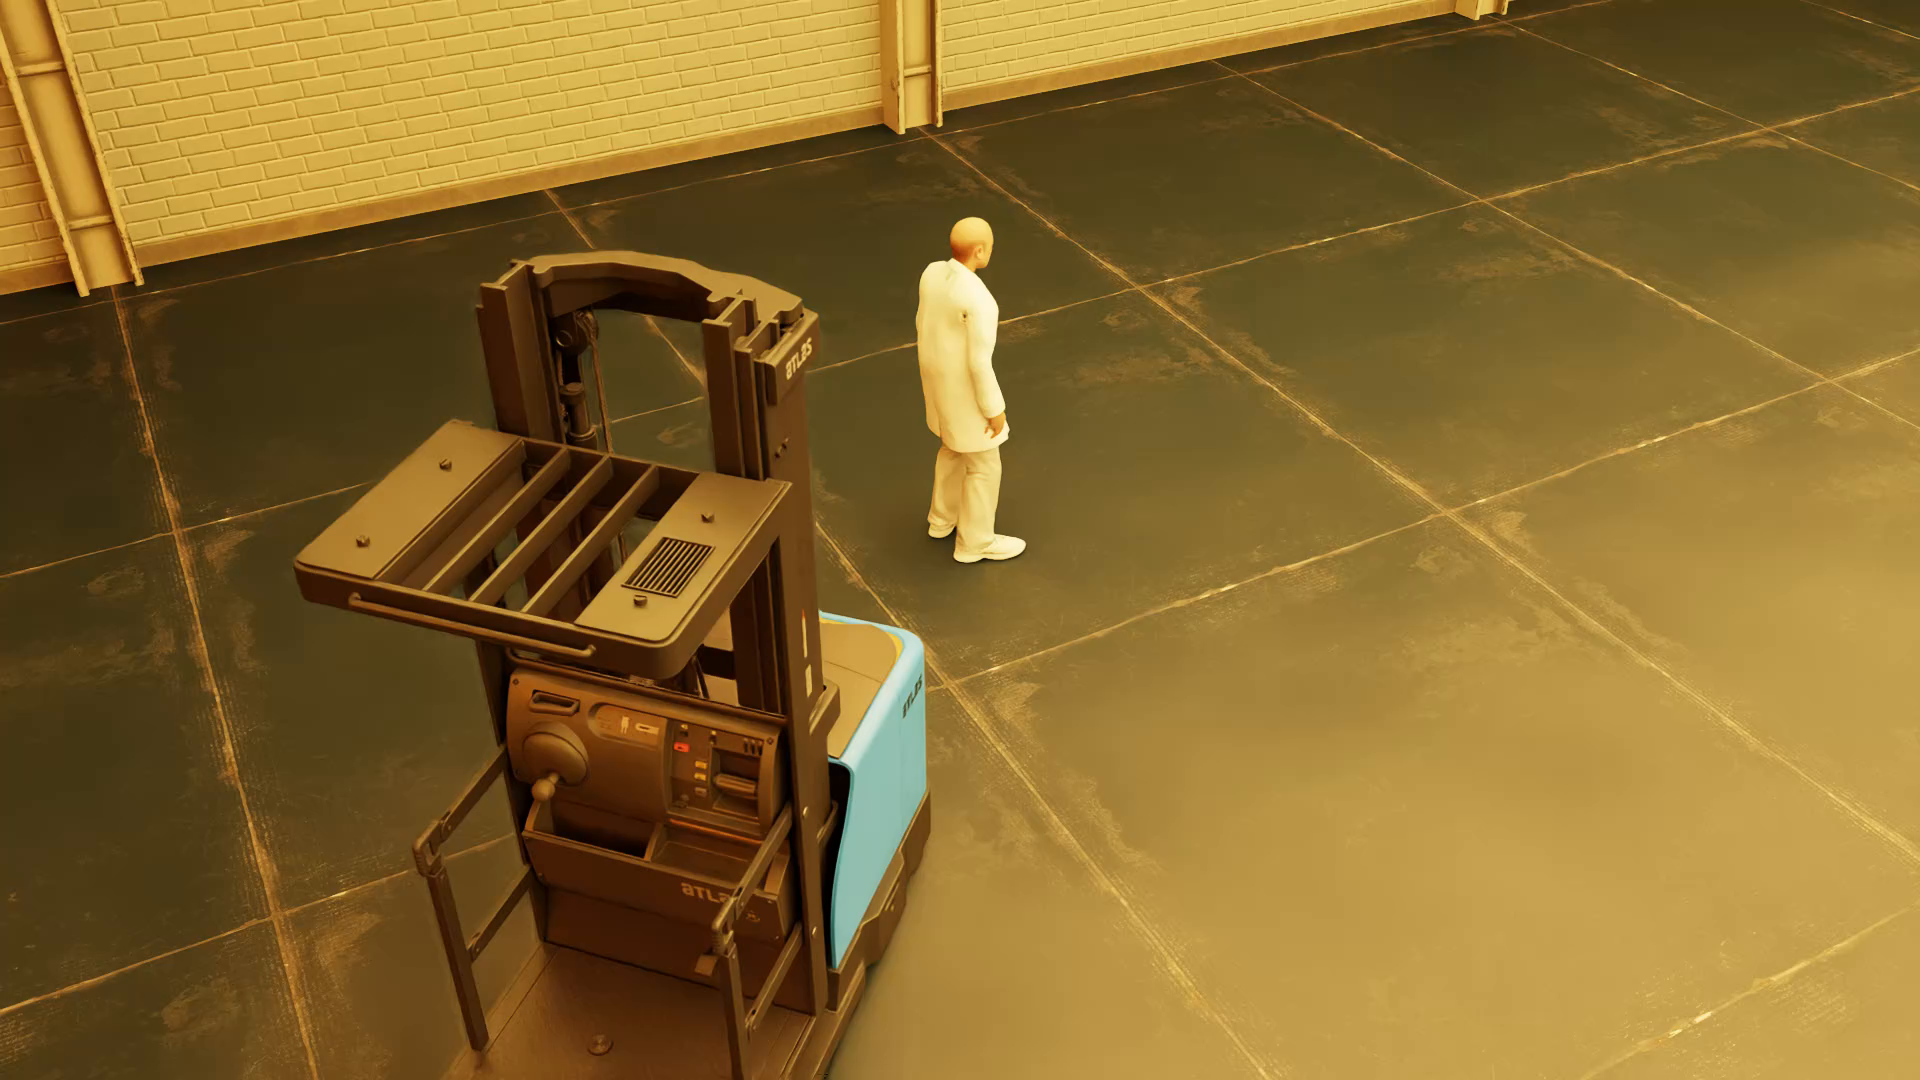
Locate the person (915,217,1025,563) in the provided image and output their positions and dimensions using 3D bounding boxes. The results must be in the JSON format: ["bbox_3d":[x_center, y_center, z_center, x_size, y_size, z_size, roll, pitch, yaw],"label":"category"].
[{"bbox_3d":[0.023,-0.738,8.170,0.431,1.773,0.644,-18,39,-24],"label":"person"}]

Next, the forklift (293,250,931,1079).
[{"bbox_3d":[-1.070,0.748,5.064,1.130,2.935,3.031,11,37,15],"label":"forklift"}]
